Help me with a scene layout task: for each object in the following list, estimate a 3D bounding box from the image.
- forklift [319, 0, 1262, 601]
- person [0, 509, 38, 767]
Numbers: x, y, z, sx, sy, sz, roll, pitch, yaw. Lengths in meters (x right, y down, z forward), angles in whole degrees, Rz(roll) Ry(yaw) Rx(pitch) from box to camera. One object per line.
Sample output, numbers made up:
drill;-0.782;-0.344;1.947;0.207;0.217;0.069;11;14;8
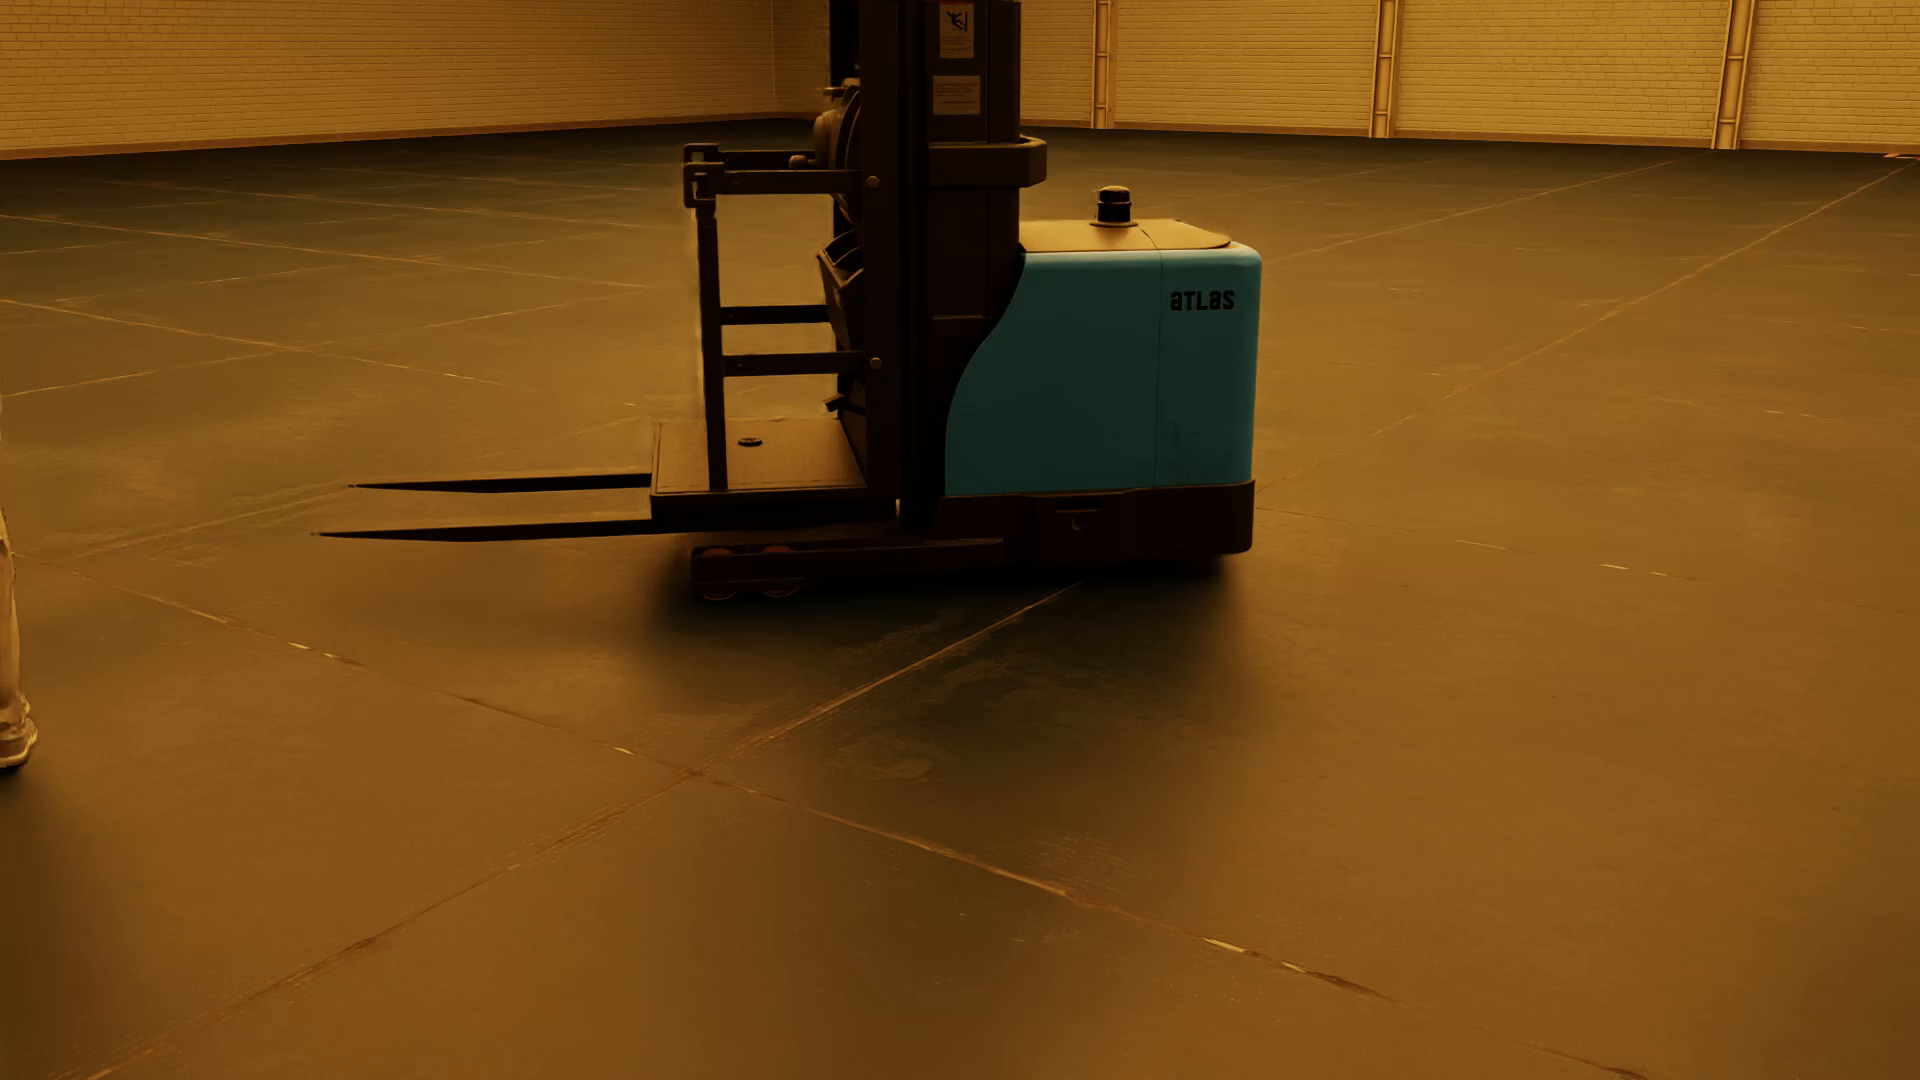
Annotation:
forklift;-0.576;-1.373;5.423;3.031;2.935;1.130;-3;17;-9
person;-2.504;-0.253;3.877;0.504;1.681;0.390;-2;17;-5
